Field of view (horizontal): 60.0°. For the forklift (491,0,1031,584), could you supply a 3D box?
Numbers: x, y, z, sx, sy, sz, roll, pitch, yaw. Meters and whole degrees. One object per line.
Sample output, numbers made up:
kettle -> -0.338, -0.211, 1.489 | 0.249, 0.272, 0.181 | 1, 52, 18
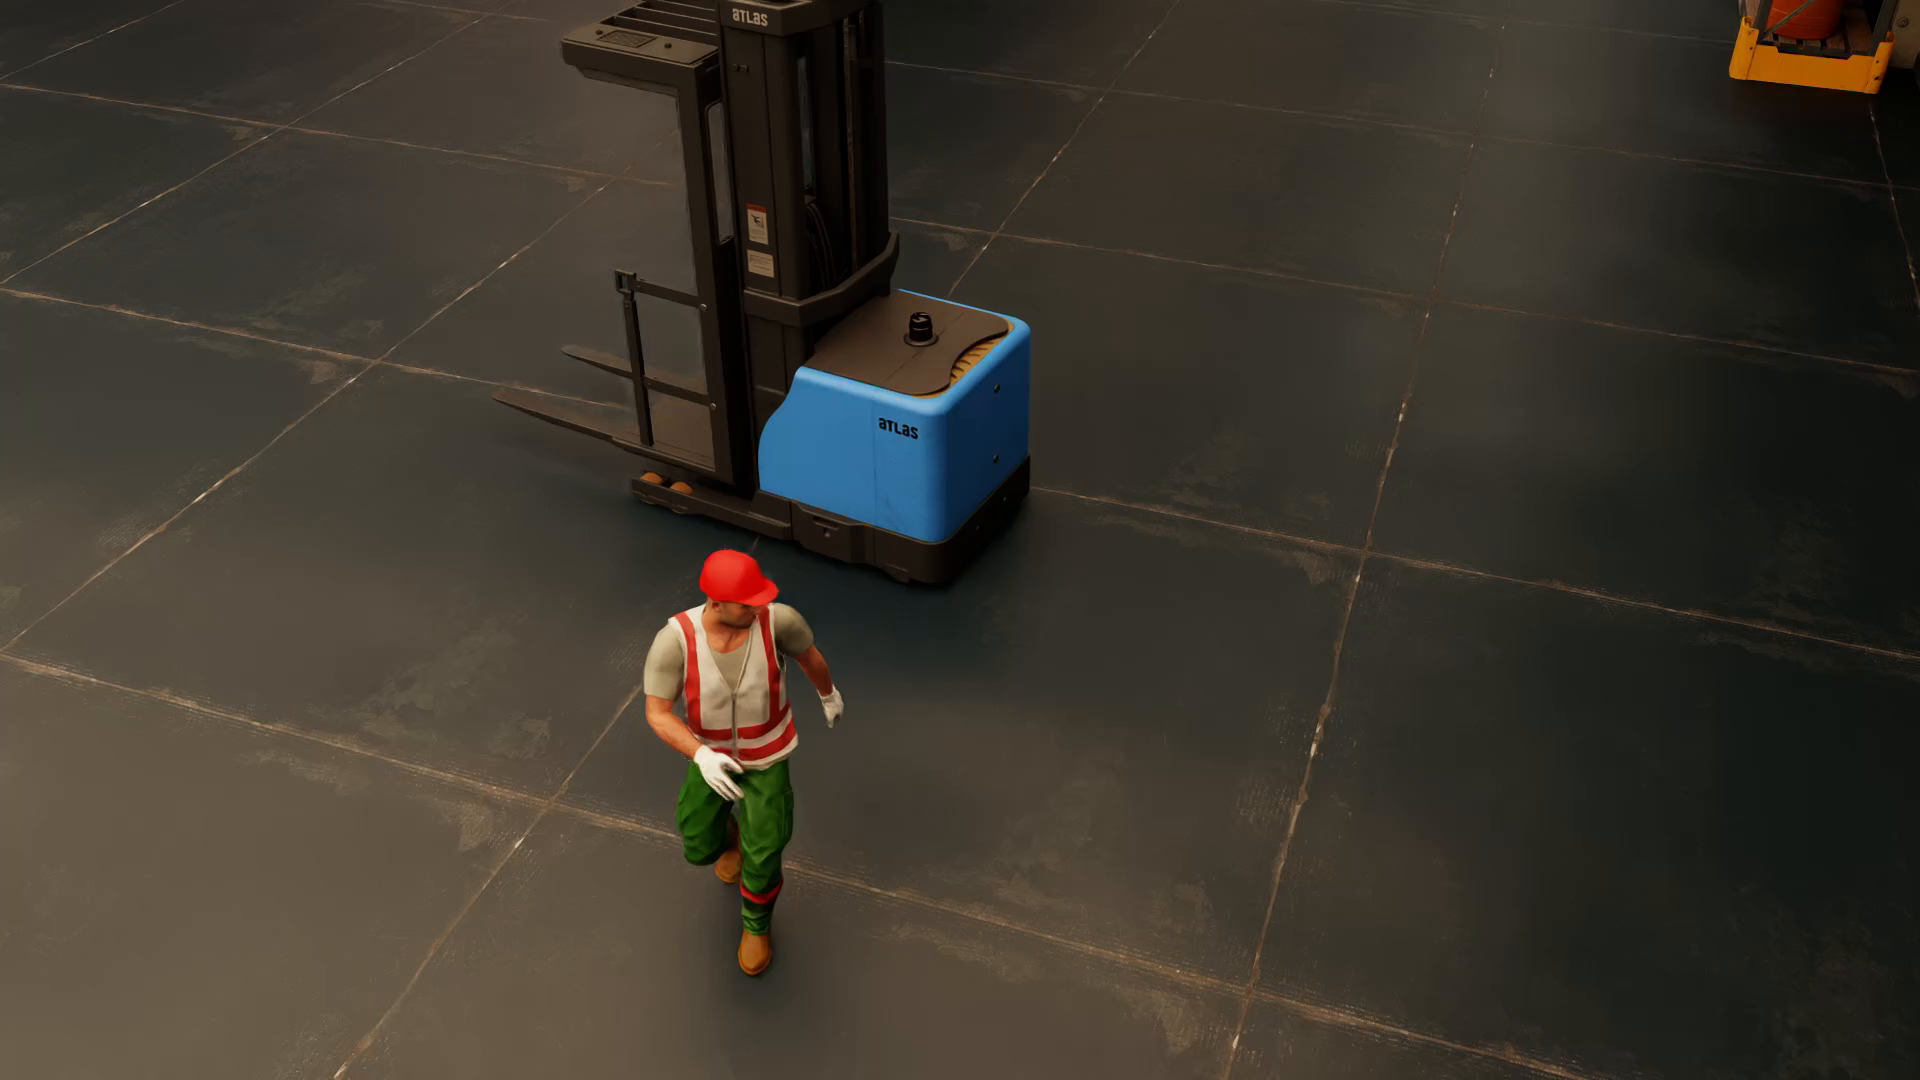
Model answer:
forklift -> -1.172, -1.583, 8.344 | 3.031, 2.935, 1.130 | 17, 39, 23

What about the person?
person -> -0.780, 0.762, 6.096 | 0.664, 1.716, 0.706 | 1, 35, 1
